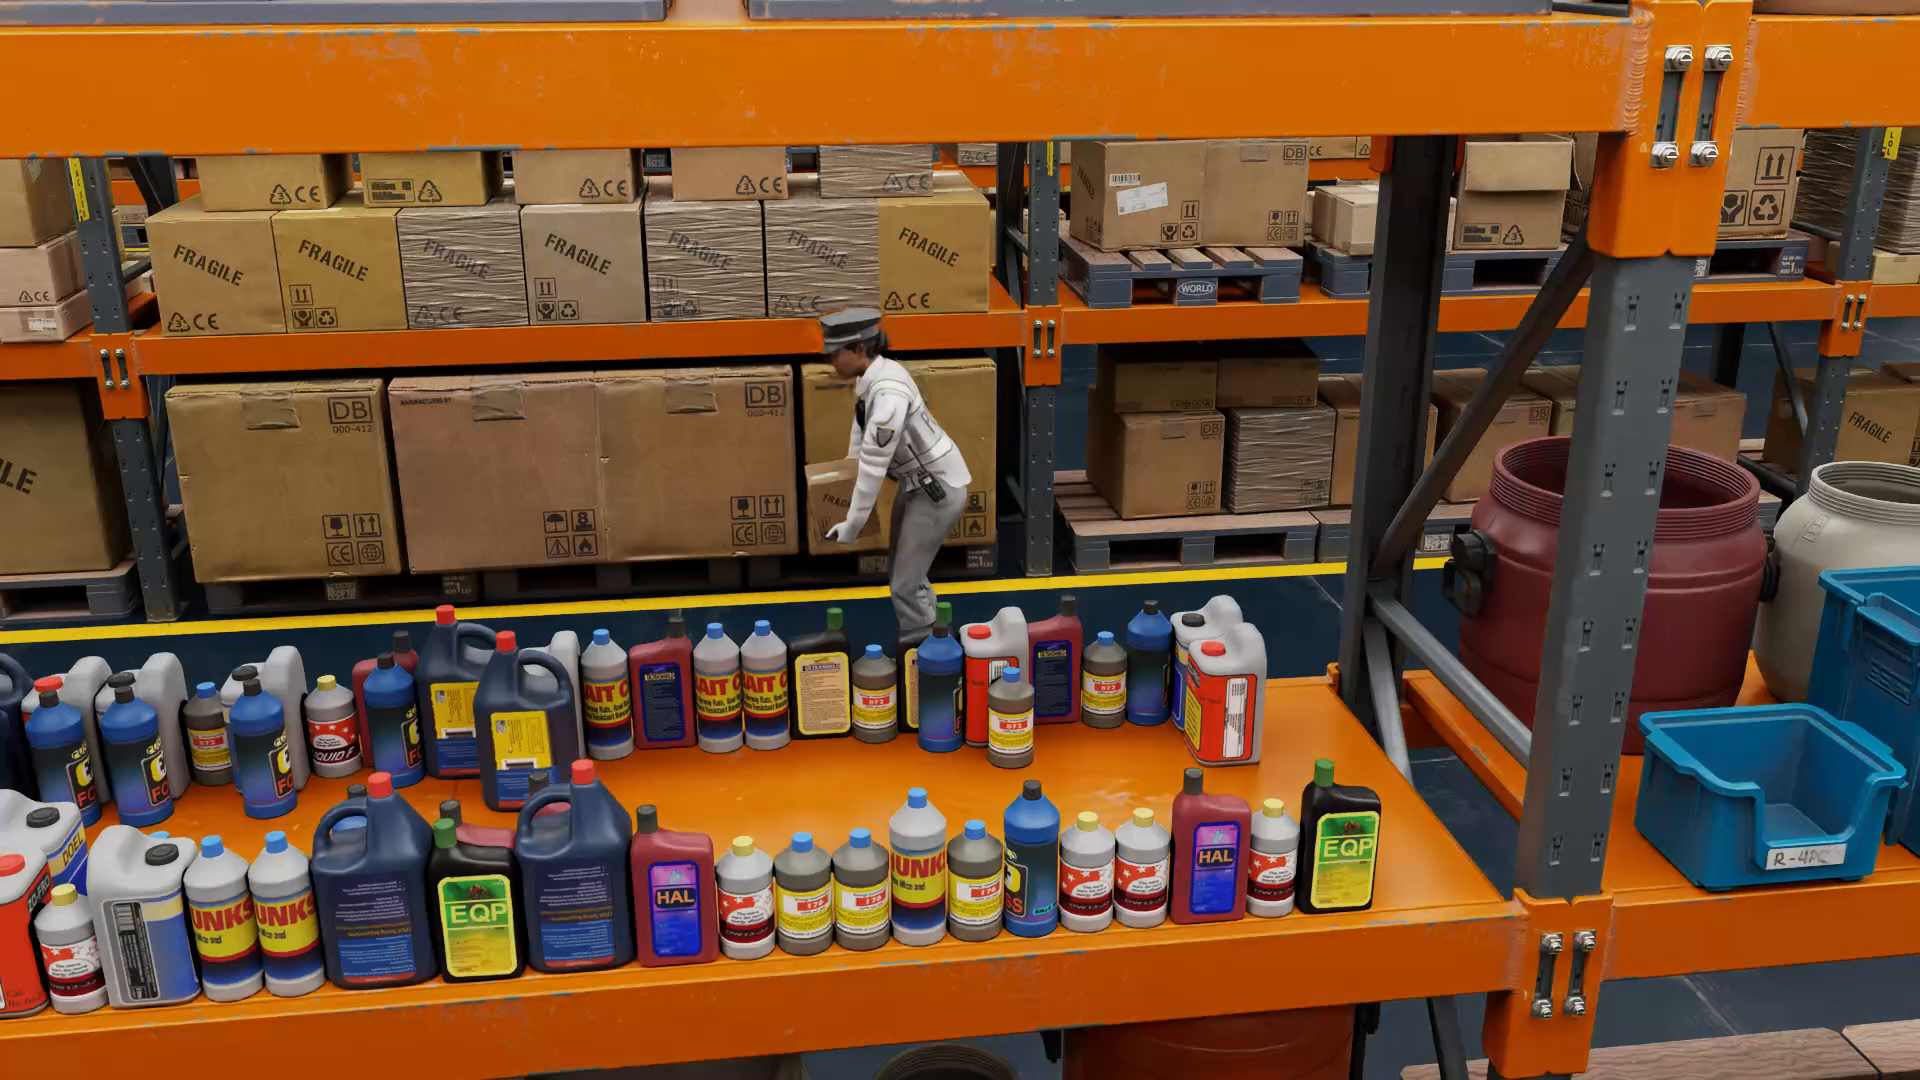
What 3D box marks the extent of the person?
[{"bbox_3d":[-0.250,-0.139,6.581,0.588,1.584,0.413,-3,20,-9],"label":"person"}]
